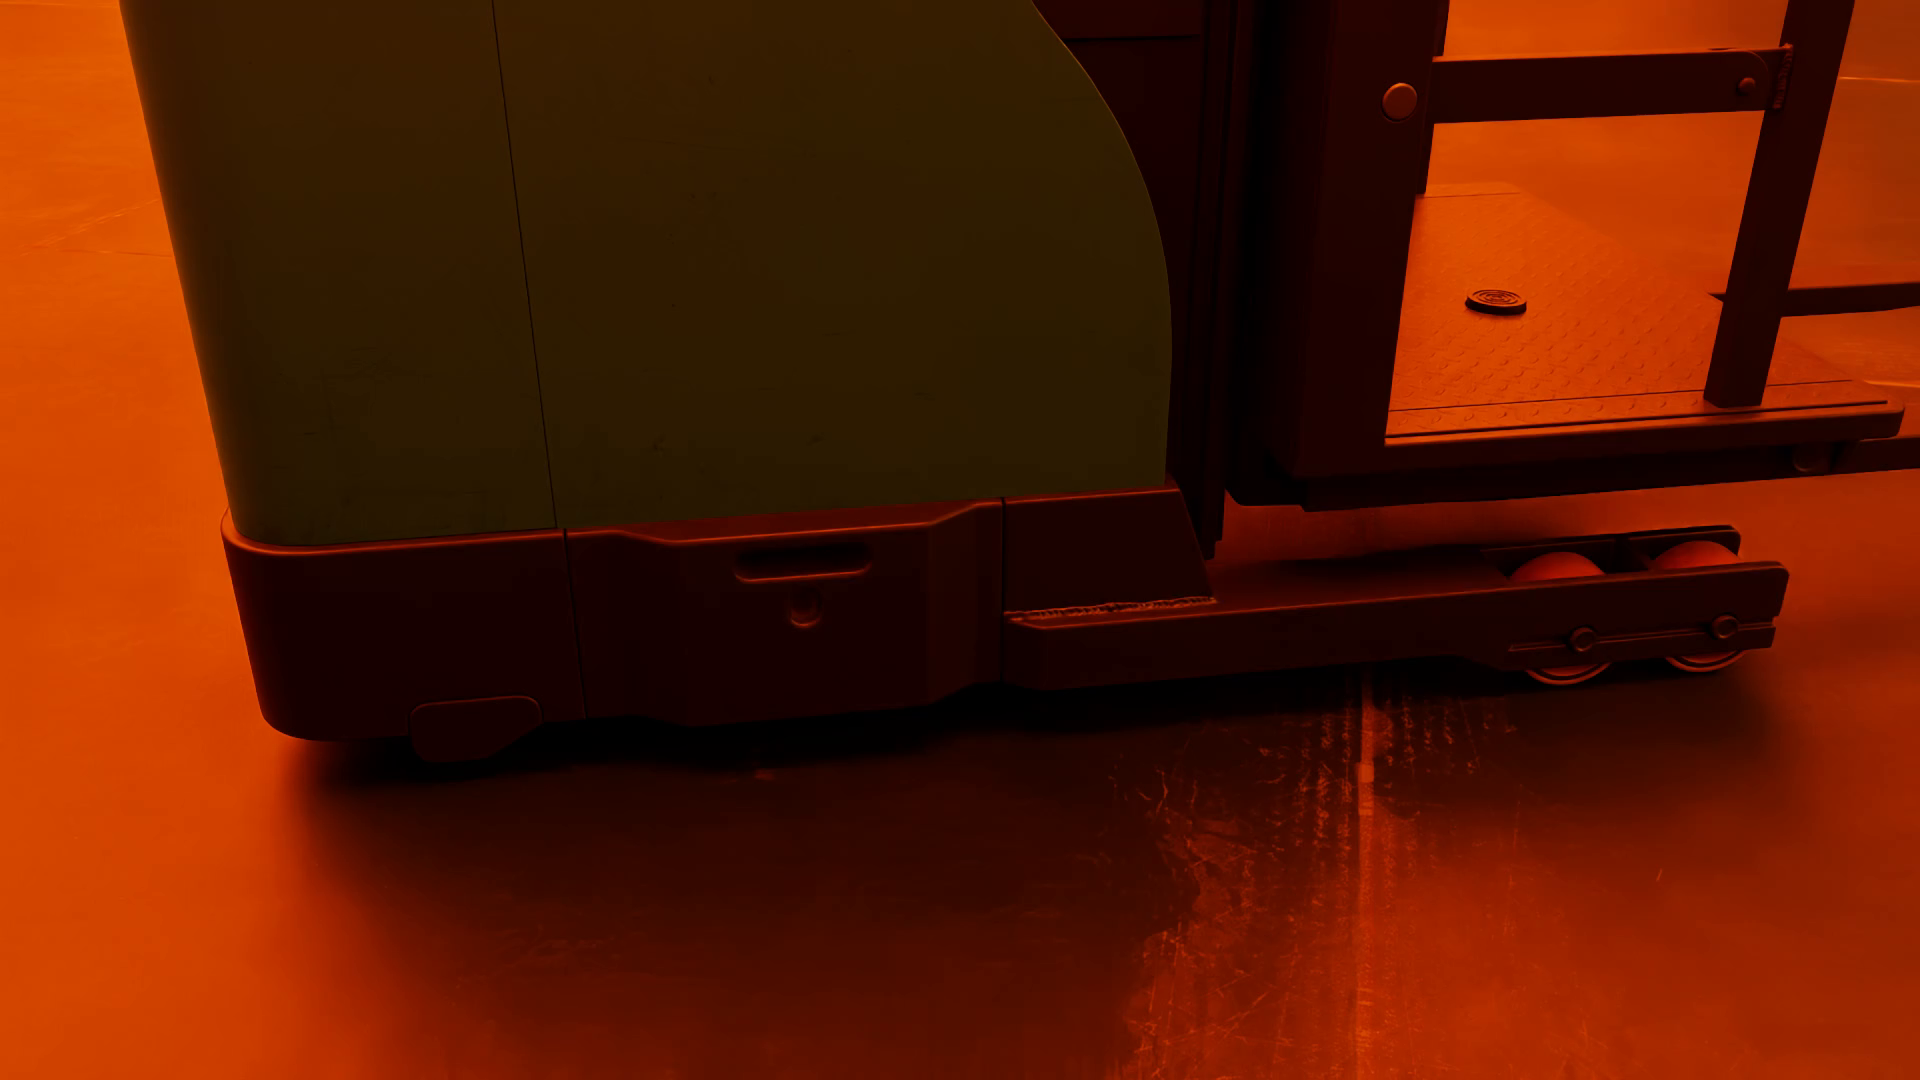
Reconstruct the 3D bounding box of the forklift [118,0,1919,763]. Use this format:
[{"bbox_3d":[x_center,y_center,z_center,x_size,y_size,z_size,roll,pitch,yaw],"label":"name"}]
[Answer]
[{"bbox_3d":[0.600,-1.354,1.930,3.031,2.935,1.130,-4,27,-9],"label":"forklift"}]
